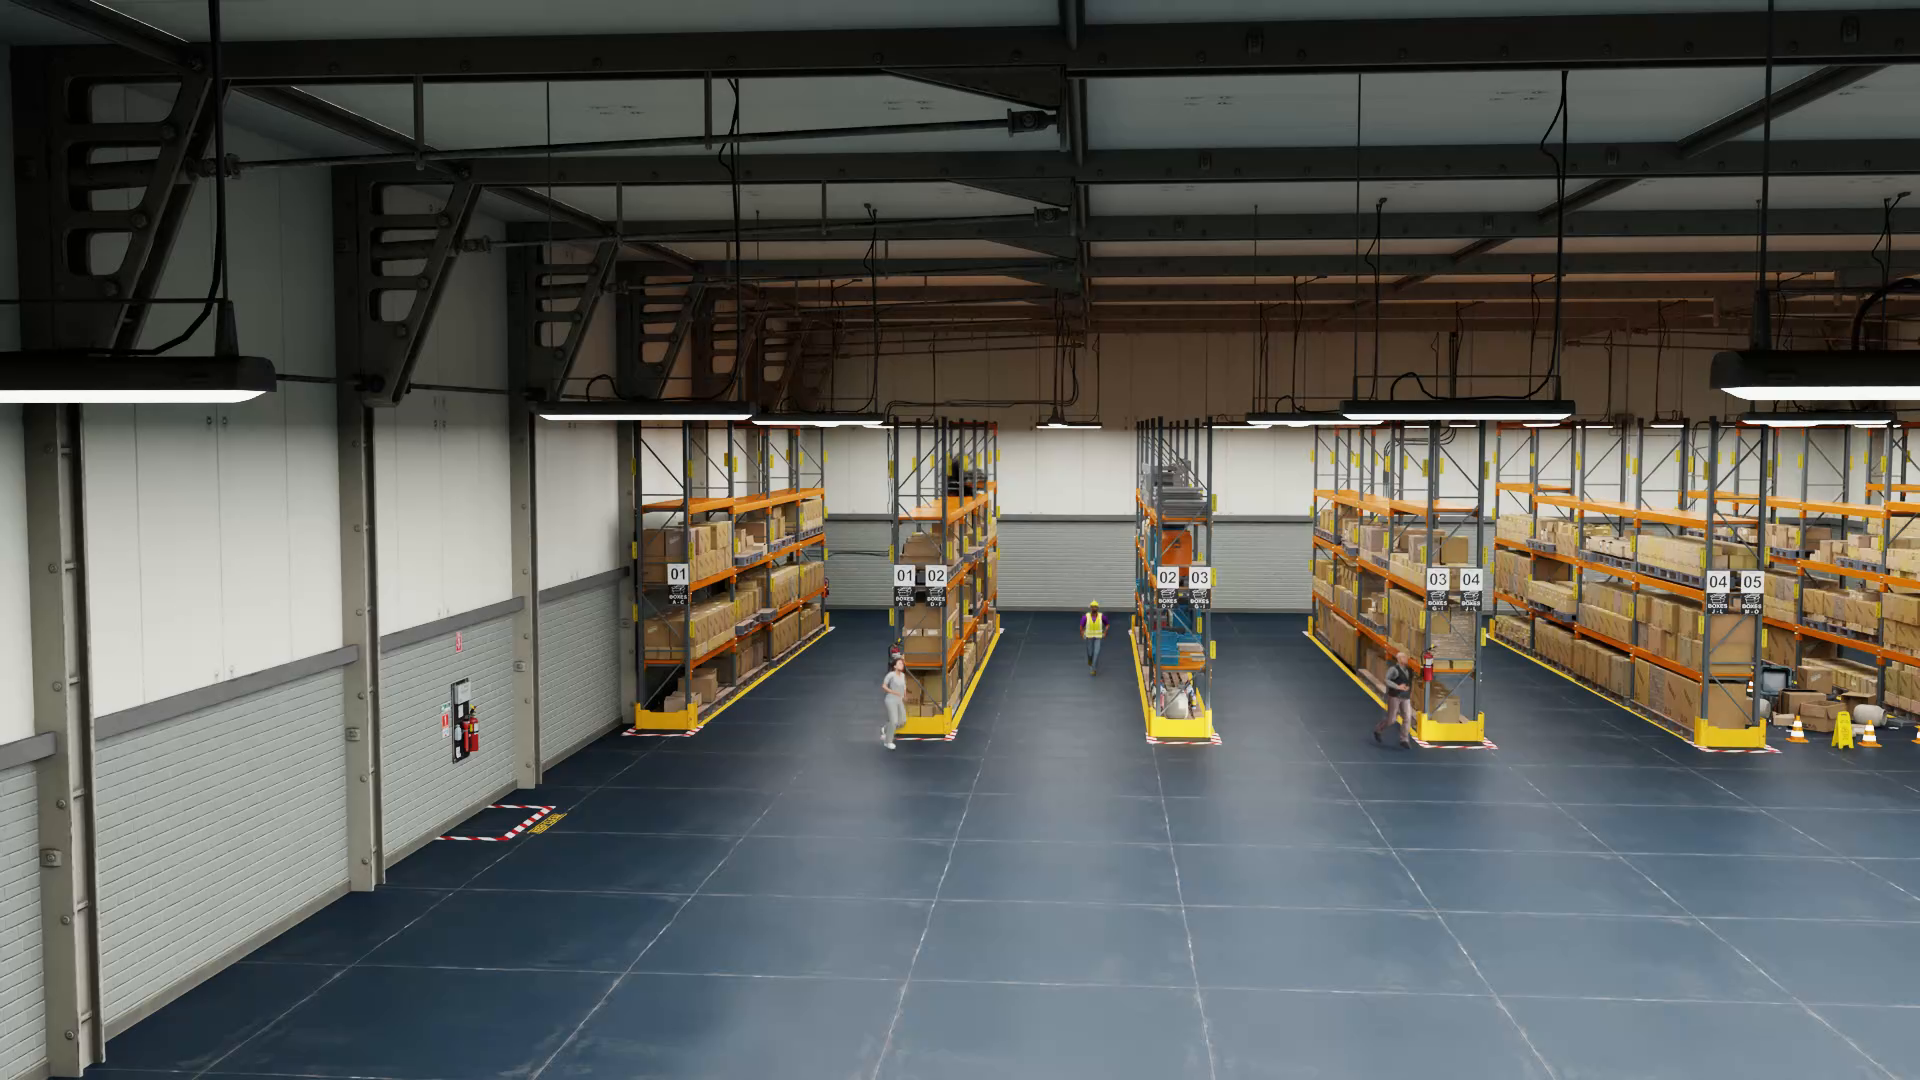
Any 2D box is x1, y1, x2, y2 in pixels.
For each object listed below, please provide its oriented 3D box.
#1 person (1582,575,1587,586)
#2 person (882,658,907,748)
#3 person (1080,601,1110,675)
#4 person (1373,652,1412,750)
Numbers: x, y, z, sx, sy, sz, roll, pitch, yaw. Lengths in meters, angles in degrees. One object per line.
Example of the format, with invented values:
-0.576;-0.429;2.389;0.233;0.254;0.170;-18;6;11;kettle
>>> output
16.931;1.843;45.217;0.675;1.766;1.019;0;4;-1;person
-1.163;2.948;30.223;0.588;1.621;0.601;-3;5;-43;person
3.183;2.312;39.288;0.712;1.729;0.742;0;4;5;person
7.967;2.889;30.183;0.687;1.716;0.909;-2;4;-28;person
